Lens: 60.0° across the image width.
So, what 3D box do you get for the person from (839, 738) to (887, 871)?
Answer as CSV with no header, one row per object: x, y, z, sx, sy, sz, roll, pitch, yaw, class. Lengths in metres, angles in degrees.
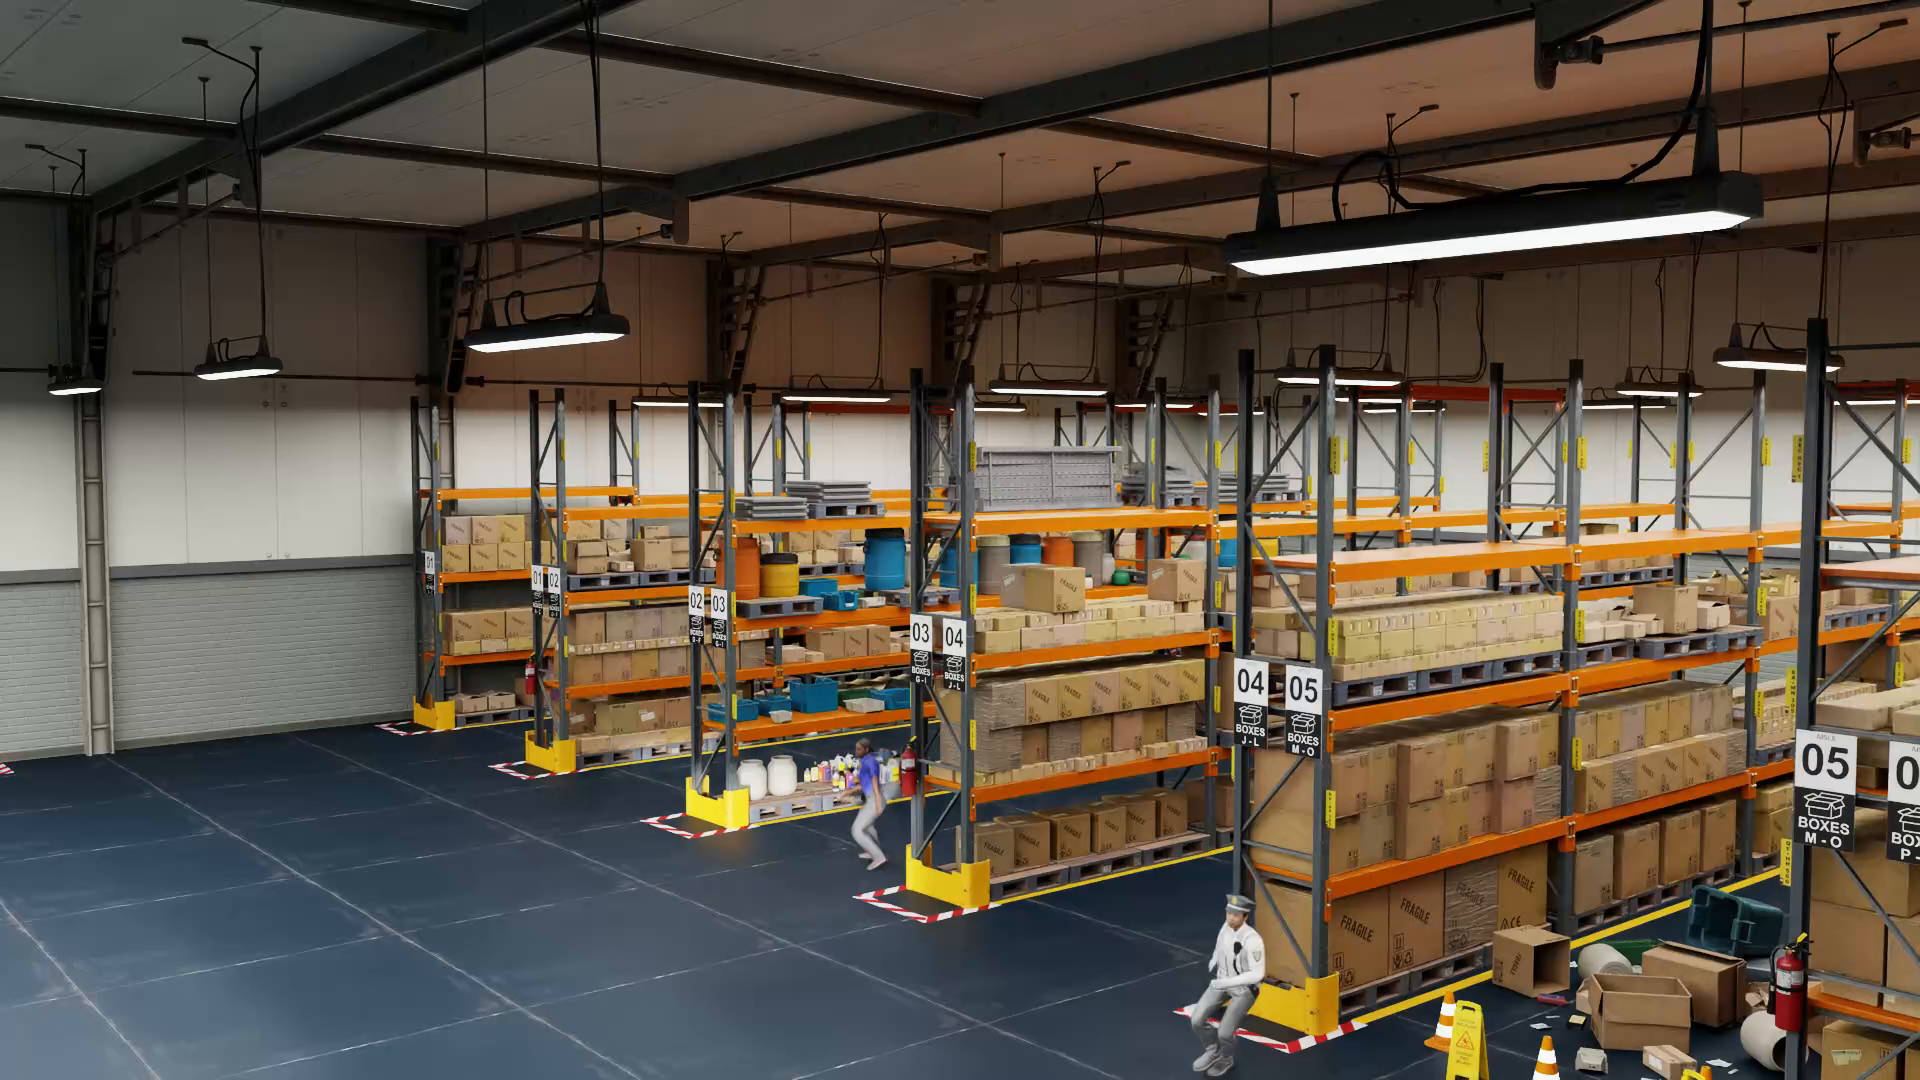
-1.173,3.224,20.282,0.615,1.499,0.788,0,3,7,person

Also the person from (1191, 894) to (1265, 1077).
2.148,3.599,13.323,0.767,1.598,0.661,3,5,44,person

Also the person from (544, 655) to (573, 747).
-6.770,2.710,28.174,0.547,1.565,0.893,2,4,34,person
